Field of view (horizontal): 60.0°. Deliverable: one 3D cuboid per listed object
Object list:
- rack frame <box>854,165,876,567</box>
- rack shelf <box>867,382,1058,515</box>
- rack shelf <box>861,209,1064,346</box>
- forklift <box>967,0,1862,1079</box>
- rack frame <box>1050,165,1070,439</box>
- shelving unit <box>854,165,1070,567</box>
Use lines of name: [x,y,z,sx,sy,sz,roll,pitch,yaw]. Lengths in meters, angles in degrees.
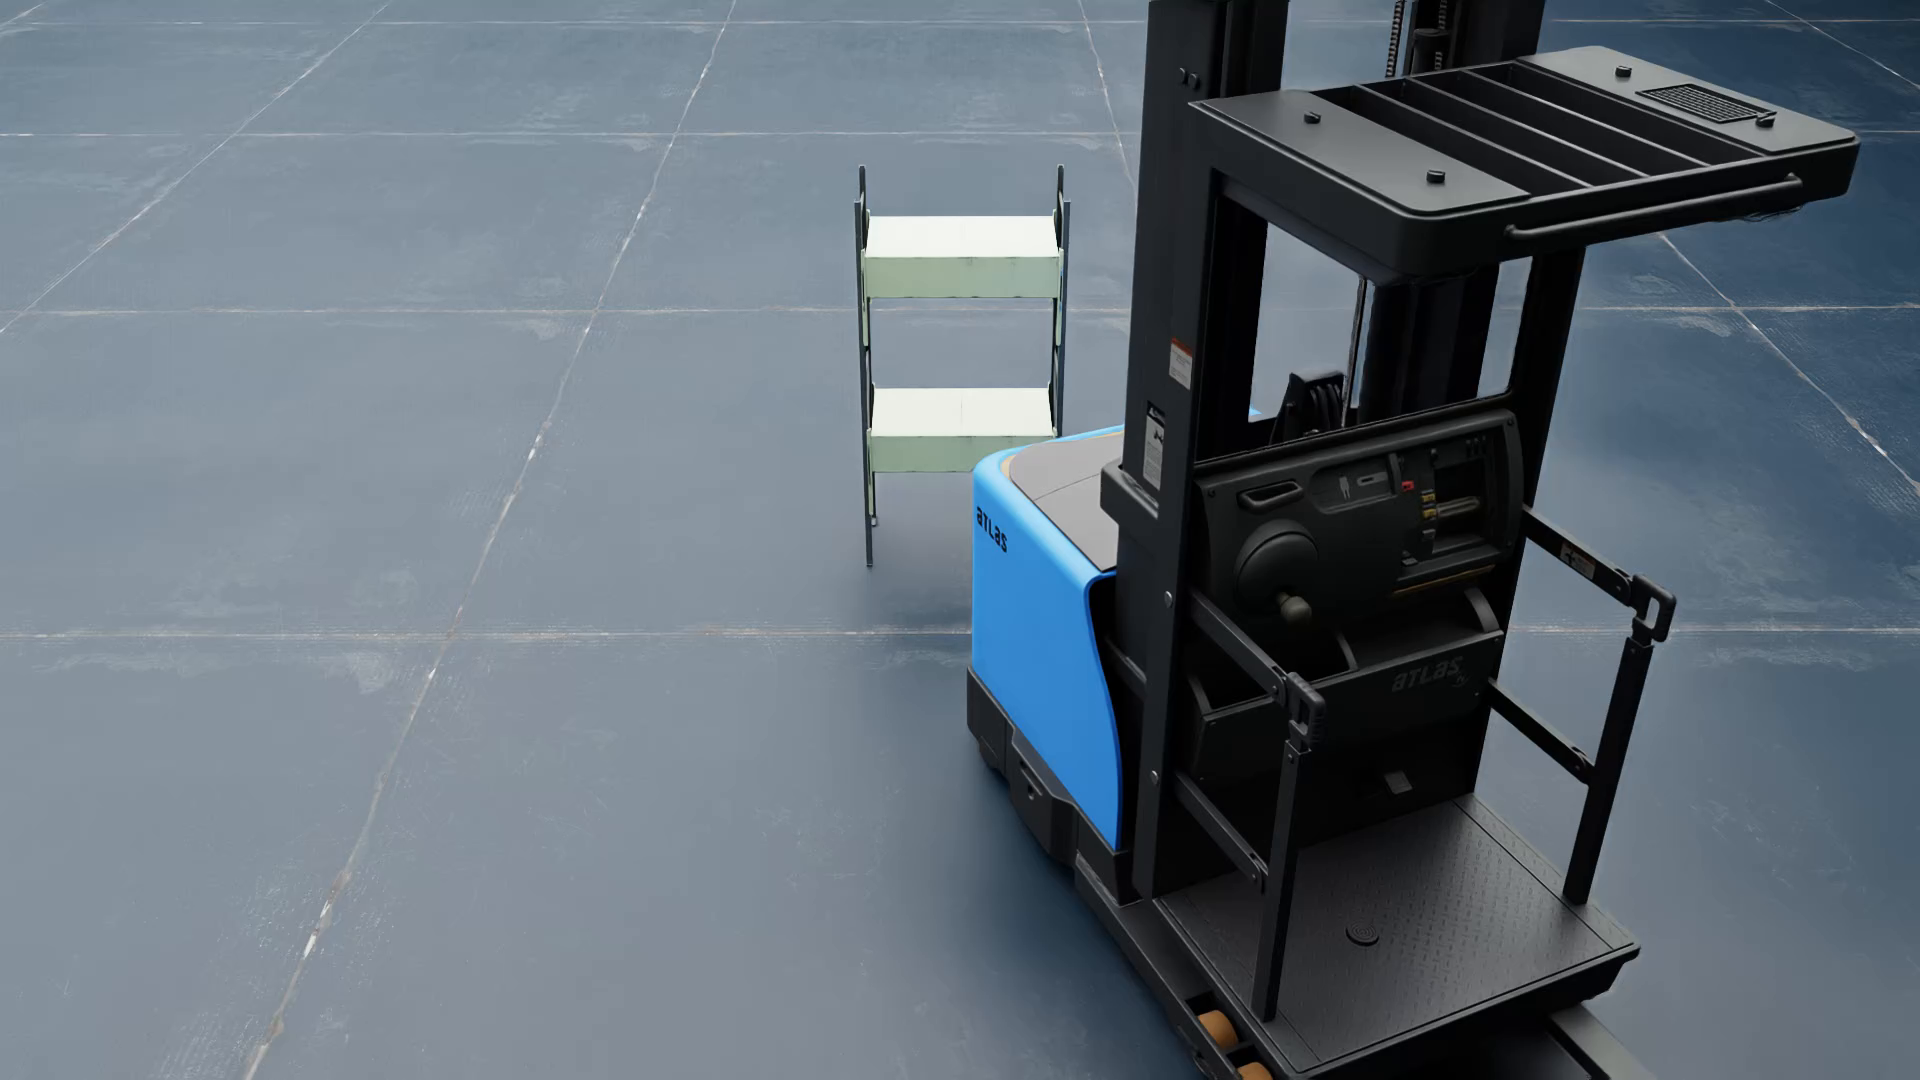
rack frame: [-0.359,-0.640,6.359,0.023,1.500,0.400,0,31,0]
rack shelf: [0.007,-0.363,6.530,0.720,0.370,0.431,0,31,0]
rack shelf: [0.007,-0.975,6.159,0.720,0.370,0.431,0,31,0]
forklift: [1.091,-0.002,3.928,1.130,2.935,3.031,-13,34,-21]
rack frame: [0.373,-0.642,6.363,0.023,1.500,0.400,0,31,0]
shelving unit: [0.007,-0.641,6.361,0.755,1.500,0.431,0,31,0]
